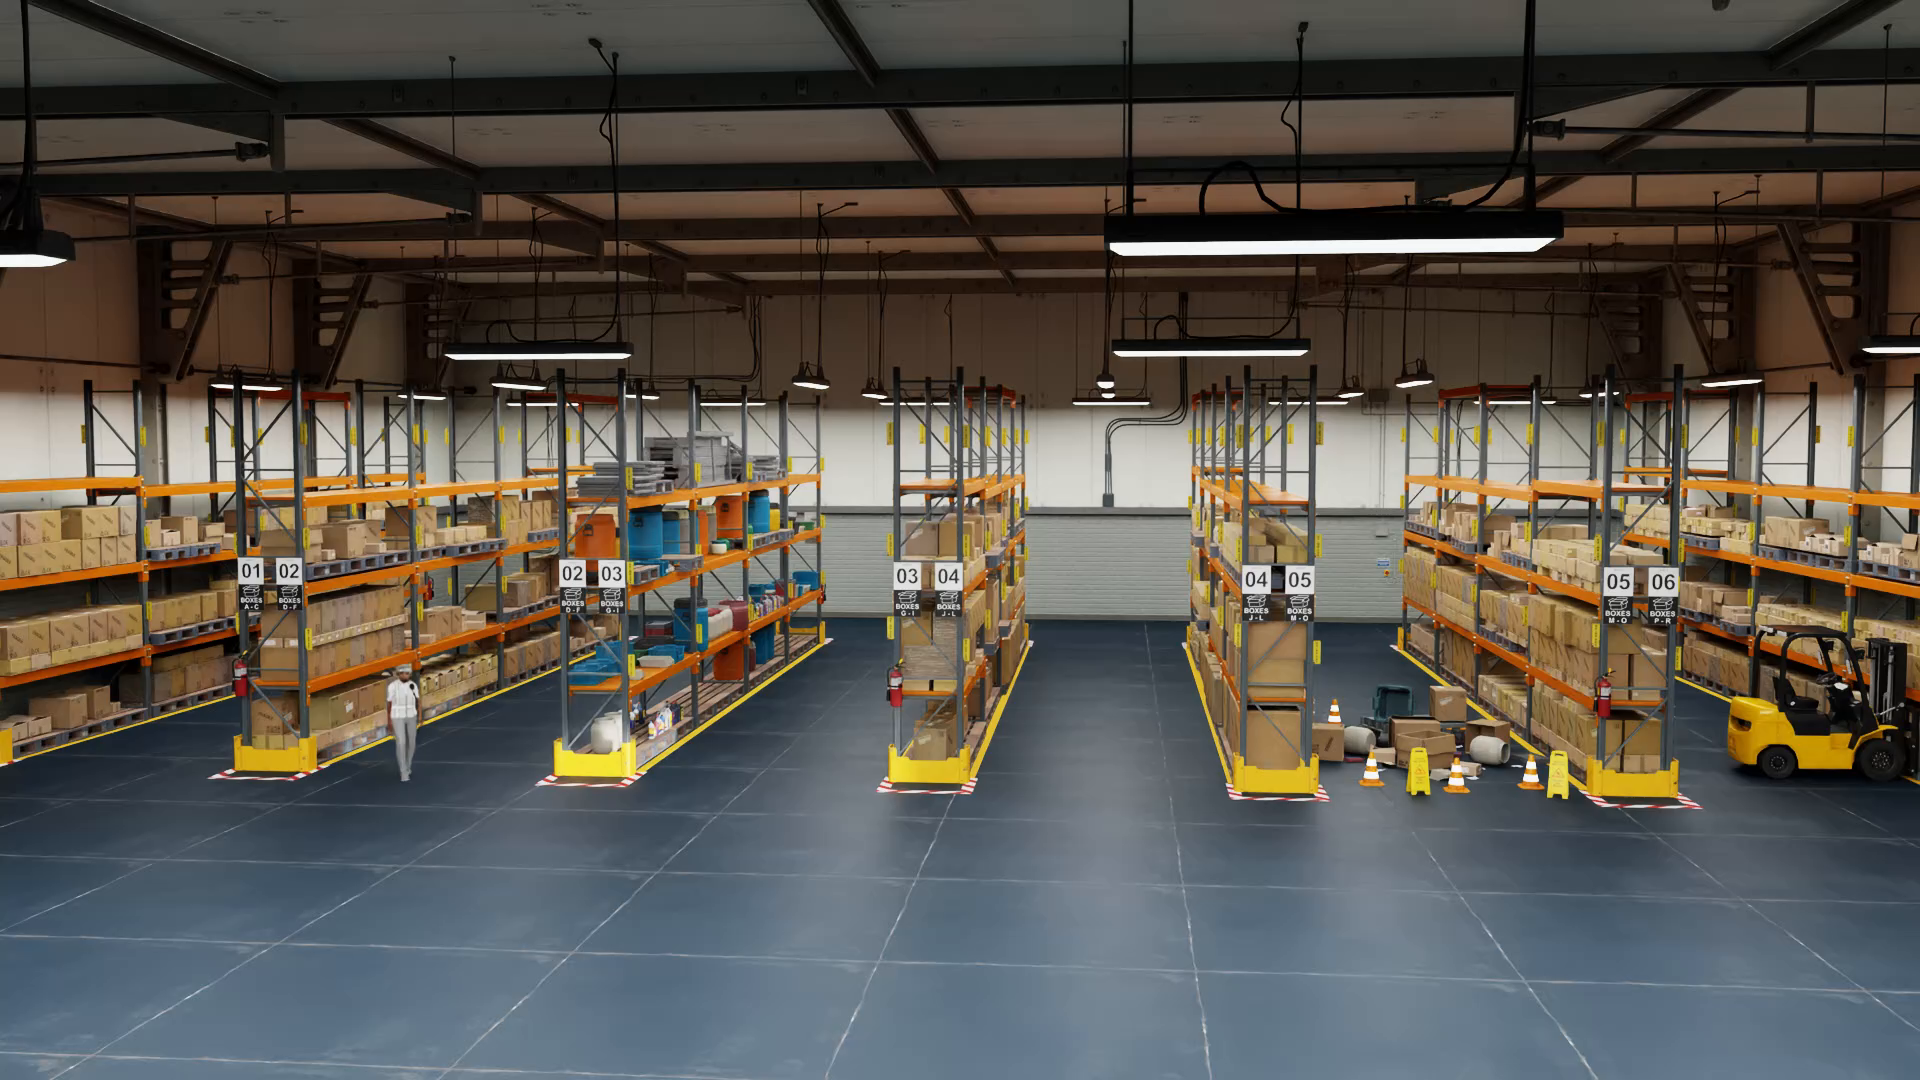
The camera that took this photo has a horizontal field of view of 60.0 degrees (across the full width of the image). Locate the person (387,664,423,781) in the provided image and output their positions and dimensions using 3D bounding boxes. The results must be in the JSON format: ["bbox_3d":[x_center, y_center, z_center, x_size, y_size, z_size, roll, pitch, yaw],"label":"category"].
[{"bbox_3d":[-8.131,2.670,24.509,0.472,1.667,0.718,-3,5,-39],"label":"person"}]

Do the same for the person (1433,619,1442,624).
[{"bbox_3d":[11.651,1.631,40.049,0.664,1.754,0.590,1,4,20],"label":"person"}]
